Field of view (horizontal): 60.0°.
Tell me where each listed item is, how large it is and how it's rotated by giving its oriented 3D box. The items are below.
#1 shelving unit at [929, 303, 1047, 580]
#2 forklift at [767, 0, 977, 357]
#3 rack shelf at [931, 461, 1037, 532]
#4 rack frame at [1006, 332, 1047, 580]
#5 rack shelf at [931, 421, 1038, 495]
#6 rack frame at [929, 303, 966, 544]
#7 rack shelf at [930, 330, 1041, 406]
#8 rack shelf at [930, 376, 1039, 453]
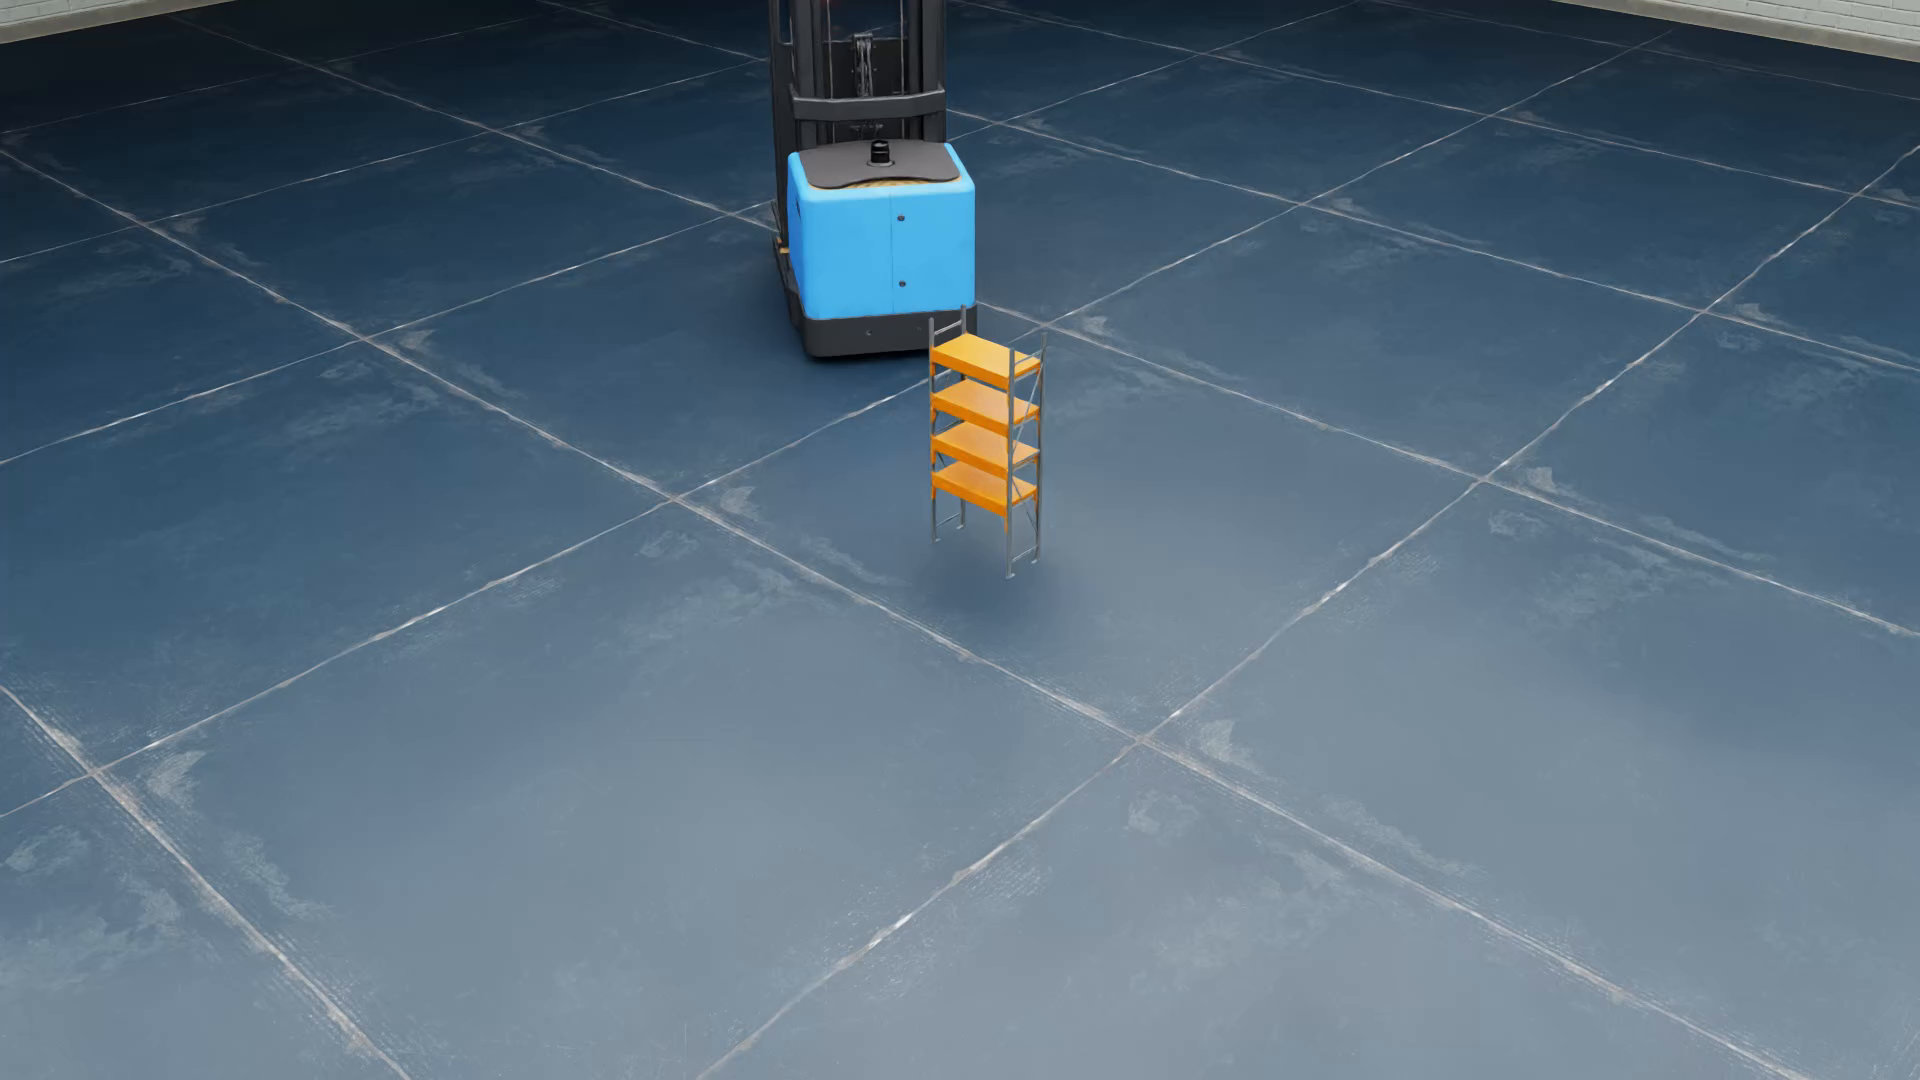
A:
[{"bbox_3d":[0.123,-0.457,7.845,0.503,1.200,0.258,25,39,35],"label":"shelving unit"},{"bbox_3d":[-0.676,-3.095,10.550,1.130,2.935,3.031,-6,31,-9],"label":"forklift"},{"bbox_3d":[0.123,-0.229,7.982,0.480,0.148,0.258,25,39,35],"label":"rack shelf"},{"bbox_3d":[0.304,-0.372,7.705,0.015,1.200,0.240,25,39,35],"label":"rack frame"},{"bbox_3d":[0.123,-0.399,7.880,0.480,0.148,0.258,25,39,35],"label":"rack shelf"},{"bbox_3d":[-0.058,-0.541,7.986,0.015,1.200,0.240,25,39,35],"label":"rack frame"},{"bbox_3d":[0.123,-0.793,7.643,0.480,0.148,0.258,25,39,35],"label":"rack shelf"},{"bbox_3d":[0.123,-0.591,7.765,0.480,0.148,0.258,25,39,35],"label":"rack shelf"}]
